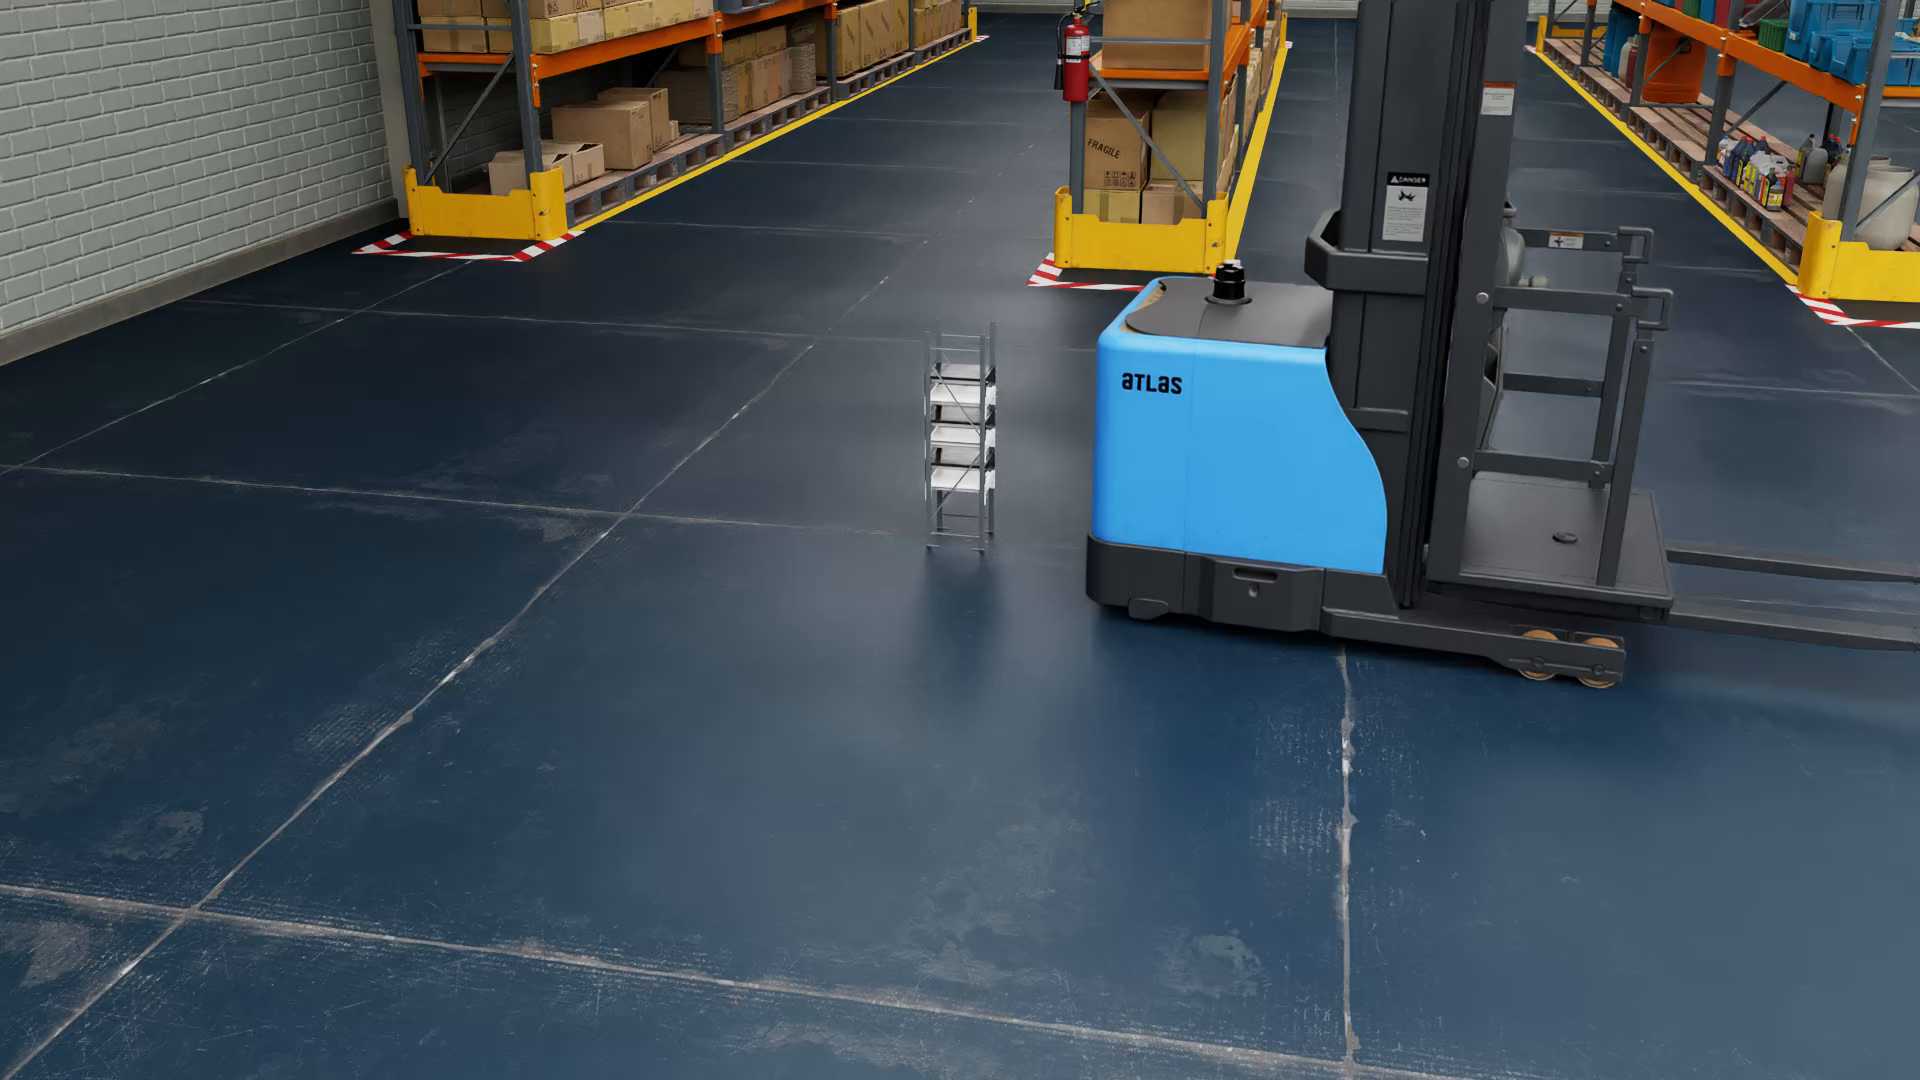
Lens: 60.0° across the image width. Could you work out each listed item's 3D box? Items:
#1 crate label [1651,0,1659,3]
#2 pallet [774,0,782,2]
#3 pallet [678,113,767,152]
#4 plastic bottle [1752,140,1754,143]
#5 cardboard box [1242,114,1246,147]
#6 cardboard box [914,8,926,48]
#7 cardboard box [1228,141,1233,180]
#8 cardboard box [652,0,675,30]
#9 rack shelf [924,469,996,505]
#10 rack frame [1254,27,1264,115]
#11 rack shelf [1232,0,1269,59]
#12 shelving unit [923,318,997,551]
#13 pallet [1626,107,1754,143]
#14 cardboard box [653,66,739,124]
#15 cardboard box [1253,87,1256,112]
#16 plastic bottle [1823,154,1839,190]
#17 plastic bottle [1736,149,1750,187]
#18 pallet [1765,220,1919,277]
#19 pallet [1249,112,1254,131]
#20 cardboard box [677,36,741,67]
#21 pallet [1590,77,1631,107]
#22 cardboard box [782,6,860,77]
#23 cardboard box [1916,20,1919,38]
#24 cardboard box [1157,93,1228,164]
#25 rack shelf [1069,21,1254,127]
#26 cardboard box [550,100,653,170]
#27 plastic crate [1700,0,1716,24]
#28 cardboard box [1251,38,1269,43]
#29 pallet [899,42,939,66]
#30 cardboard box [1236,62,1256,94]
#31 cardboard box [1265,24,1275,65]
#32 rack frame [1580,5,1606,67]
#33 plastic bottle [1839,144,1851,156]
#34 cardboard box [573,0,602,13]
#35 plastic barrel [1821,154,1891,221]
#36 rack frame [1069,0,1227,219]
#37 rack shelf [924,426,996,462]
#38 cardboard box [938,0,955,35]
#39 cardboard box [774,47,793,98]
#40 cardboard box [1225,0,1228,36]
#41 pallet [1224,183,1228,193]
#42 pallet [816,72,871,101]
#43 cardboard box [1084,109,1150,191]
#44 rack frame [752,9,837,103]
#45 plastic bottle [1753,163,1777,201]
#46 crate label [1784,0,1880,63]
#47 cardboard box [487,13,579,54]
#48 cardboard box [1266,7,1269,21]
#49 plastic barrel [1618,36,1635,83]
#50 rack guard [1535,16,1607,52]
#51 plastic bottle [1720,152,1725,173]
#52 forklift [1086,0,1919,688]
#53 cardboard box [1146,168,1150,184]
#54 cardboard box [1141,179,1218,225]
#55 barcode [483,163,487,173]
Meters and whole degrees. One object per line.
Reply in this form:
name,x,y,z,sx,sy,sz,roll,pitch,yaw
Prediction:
crate label,7.284,-5.663,17.123,0.303,0.233,0.416,4,22,11
pallet,-2.326,-5.805,17.510,1.003,0.211,1.213,4,22,11
pallet,-2.621,-4.150,16.875,1.003,0.211,1.213,4,22,11
plastic bottle,6.491,-3.136,13.672,0.061,0.283,0.133,4,22,11
cardboard box,2.397,-3.830,15.467,0.500,0.250,0.500,4,22,10
cardboard box,-0.893,-7.385,23.960,0.700,0.500,0.500,5,22,12
cardboard box,1.992,-3.149,13.776,0.500,0.250,0.500,4,22,11
cardboard box,-2.776,-4.535,14.273,0.500,0.250,0.500,4,22,11
rack shelf,0.002,-0.223,6.773,0.258,0.077,0.200,4,22,11
rack frame,2.888,-6.245,18.345,1.000,3.000,0.127,4,22,11
rack shelf,2.480,-5.180,16.663,1.077,0.370,4.000,4,22,11
shelving unit,0.002,-0.420,6.693,0.258,0.900,0.210,4,22,11
pallet,7.540,-4.292,17.229,1.003,0.211,1.213,4,22,11
cardboard box,-2.644,-4.473,16.703,0.700,0.500,0.500,5,23,13
cardboard box,2.812,-4.581,17.331,0.500,0.250,0.500,5,22,12
plastic bottle,6.860,-2.900,13.086,0.061,0.283,0.133,4,22,11
plastic bottle,6.236,-2.957,13.229,0.061,0.283,0.133,5,23,13
pallet,6.244,-1.975,11.475,1.003,0.211,1.213,4,22,11
pallet,2.682,-4.653,18.126,1.003,0.211,1.213,4,22,11
cardboard box,-2.558,-4.983,16.963,0.500,0.250,0.500,4,22,10
pallet,8.108,-5.309,19.753,1.003,0.211,1.213,4,22,11
cardboard box,-1.684,-6.078,20.245,0.750,0.750,0.750,4,22,10
cardboard box,14.165,-7.383,23.453,0.875,0.875,0.875,4,22,11
cardboard box,1.772,-3.133,12.731,0.500,0.500,0.500,4,22,11
rack shelf,1.664,-3.717,13.031,1.077,0.370,4.000,4,22,11
cardboard box,-3.050,-3.459,14.185,0.700,0.500,0.500,3,22,8
plastic crate,6.841,-4.823,14.835,0.392,0.384,0.575,4,22,11
cardboard box,3.362,-5.626,19.565,0.500,0.500,0.500,4,22,9
pallet,-0.914,-7.063,24.108,1.003,0.211,1.213,4,22,11
cardboard box,2.712,-4.656,16.767,0.500,0.311,0.500,5,22,12
cardboard box,3.775,-6.370,21.412,0.500,0.500,0.500,5,22,11
rack frame,8.553,-7.329,21.036,1.000,3.000,0.127,4,22,11
plastic bottle,6.966,-2.933,13.077,0.144,0.351,0.185,4,22,11
cardboard box,-3.092,-4.315,12.722,0.500,0.500,0.500,5,22,11
plastic barrel,6.266,-2.411,11.593,0.421,0.512,0.421,0,22,0
rack frame,1.256,-3.319,11.080,1.000,3.000,0.127,4,22,11
rack shelf,0.002,-0.389,6.705,0.258,0.077,0.200,4,22,11
cardboard box,-0.477,-8.136,25.823,0.700,0.500,0.500,4,22,11
cardboard box,-2.277,-5.219,18.554,0.700,0.500,0.500,4,22,11
cardboard box,1.780,-4.289,13.355,0.700,0.500,0.500,5,22,12
pallet,1.622,-2.754,13.408,1.003,0.211,1.213,4,22,11
pallet,-1.727,-5.610,20.502,1.003,0.211,1.213,4,22,11
cardboard box,1.074,-2.805,11.919,0.500,0.500,0.500,4,22,11
rack frame,-1.962,-6.621,19.279,1.000,3.000,0.127,4,22,11
plastic bottle,6.156,-2.727,12.666,0.152,0.276,0.135,4,22,9
crate label,6.215,-3.650,11.855,0.502,0.435,0.616,4,22,11
cardboard box,-3.184,-3.790,12.422,0.500,0.250,0.500,4,22,9
cardboard box,4.083,-7.442,24.068,0.797,0.503,0.637,4,22,11
plastic barrel,8.078,-5.713,19.793,0.421,0.512,0.421,0,22,0
rack guard,9.361,-7.642,25.160,1.175,0.500,0.348,4,22,11
plastic bottle,6.385,-3.152,13.821,0.097,0.201,0.097,0,22,0
forklift,2.042,-1.082,5.617,3.031,2.935,1.130,7,23,17
cardboard box,1.166,-2.641,12.515,0.500,0.250,0.500,4,22,11
cardboard box,1.583,-2.418,11.960,0.500,0.250,0.500,4,22,11
barcode,-3.753,-2.940,13.136,0.001,0.075,0.075,4,22,11
